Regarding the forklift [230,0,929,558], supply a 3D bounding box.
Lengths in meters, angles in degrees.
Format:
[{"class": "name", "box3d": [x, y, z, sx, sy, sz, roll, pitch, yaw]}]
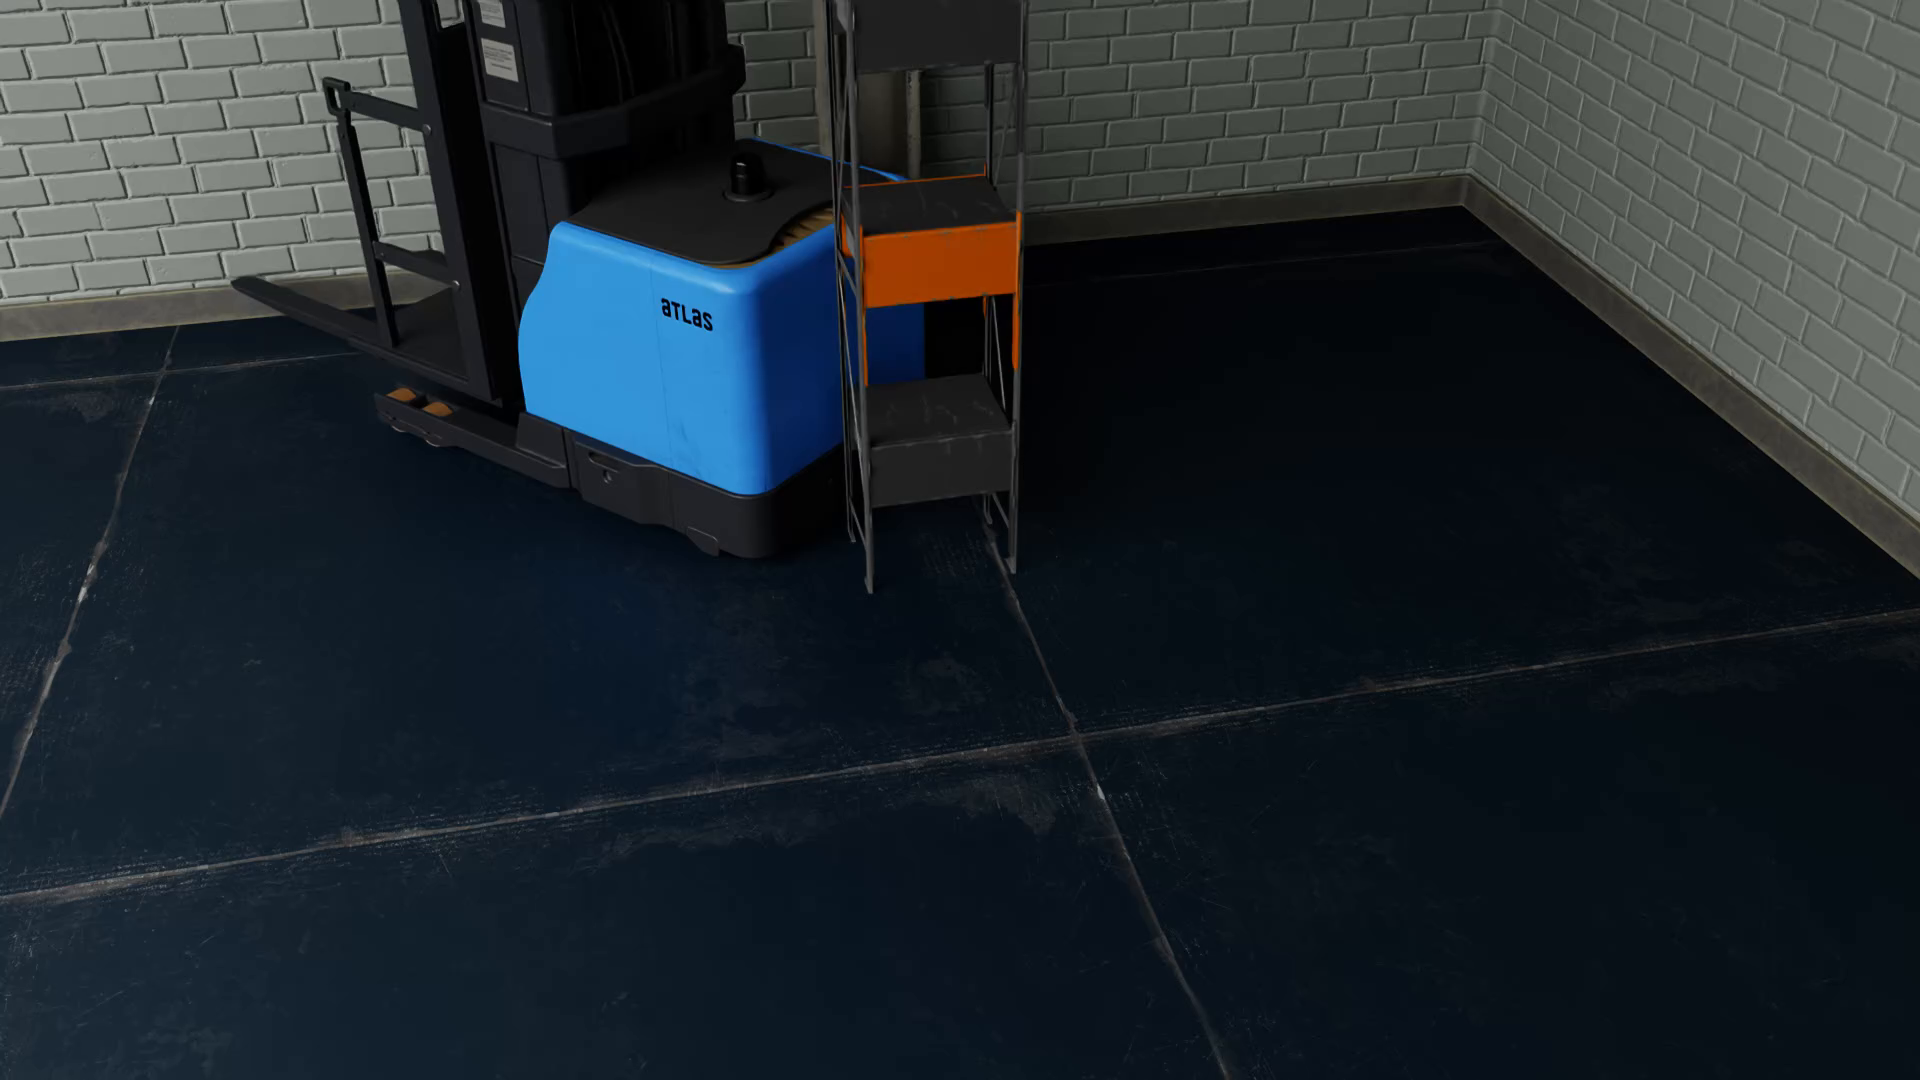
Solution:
[{"class": "forklift", "box3d": [-1.616, -1.789, 5.785, 3.031, 2.935, 1.130, 21, 39, 28]}]

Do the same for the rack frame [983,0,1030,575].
[{"class": "rack frame", "box3d": [0.136, -0.864, 5.153, 0.015, 2.100, 0.400, -8, 35, -11]}]

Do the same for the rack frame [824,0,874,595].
[{"class": "rack frame", "box3d": [-0.339, -0.800, 5.058, 0.015, 2.100, 0.400, -8, 35, -11]}]

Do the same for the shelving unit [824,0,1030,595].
[{"class": "shelving unit", "box3d": [-0.102, -0.832, 5.105, 0.503, 2.100, 0.431, -8, 35, -11]}]

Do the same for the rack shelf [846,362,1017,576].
[{"class": "rack shelf", "box3d": [-0.102, -0.239, 5.503, 0.480, 0.518, 0.431, -8, 35, -11]}]

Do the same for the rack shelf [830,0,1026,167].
[{"class": "rack shelf", "box3d": [-0.102, -1.402, 4.723, 0.480, 0.518, 0.431, -8, 35, -11]}]

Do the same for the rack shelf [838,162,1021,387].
[{"class": "rack shelf", "box3d": [-0.102, -0.820, 5.113, 0.480, 0.518, 0.431, -8, 35, -11]}]

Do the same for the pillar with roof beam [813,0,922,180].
[{"class": "pillar with roof beam", "box3d": [0.558, -2.621, 1.581, 0.400, 9.000, 9.100, -7, 35, -11]}]
